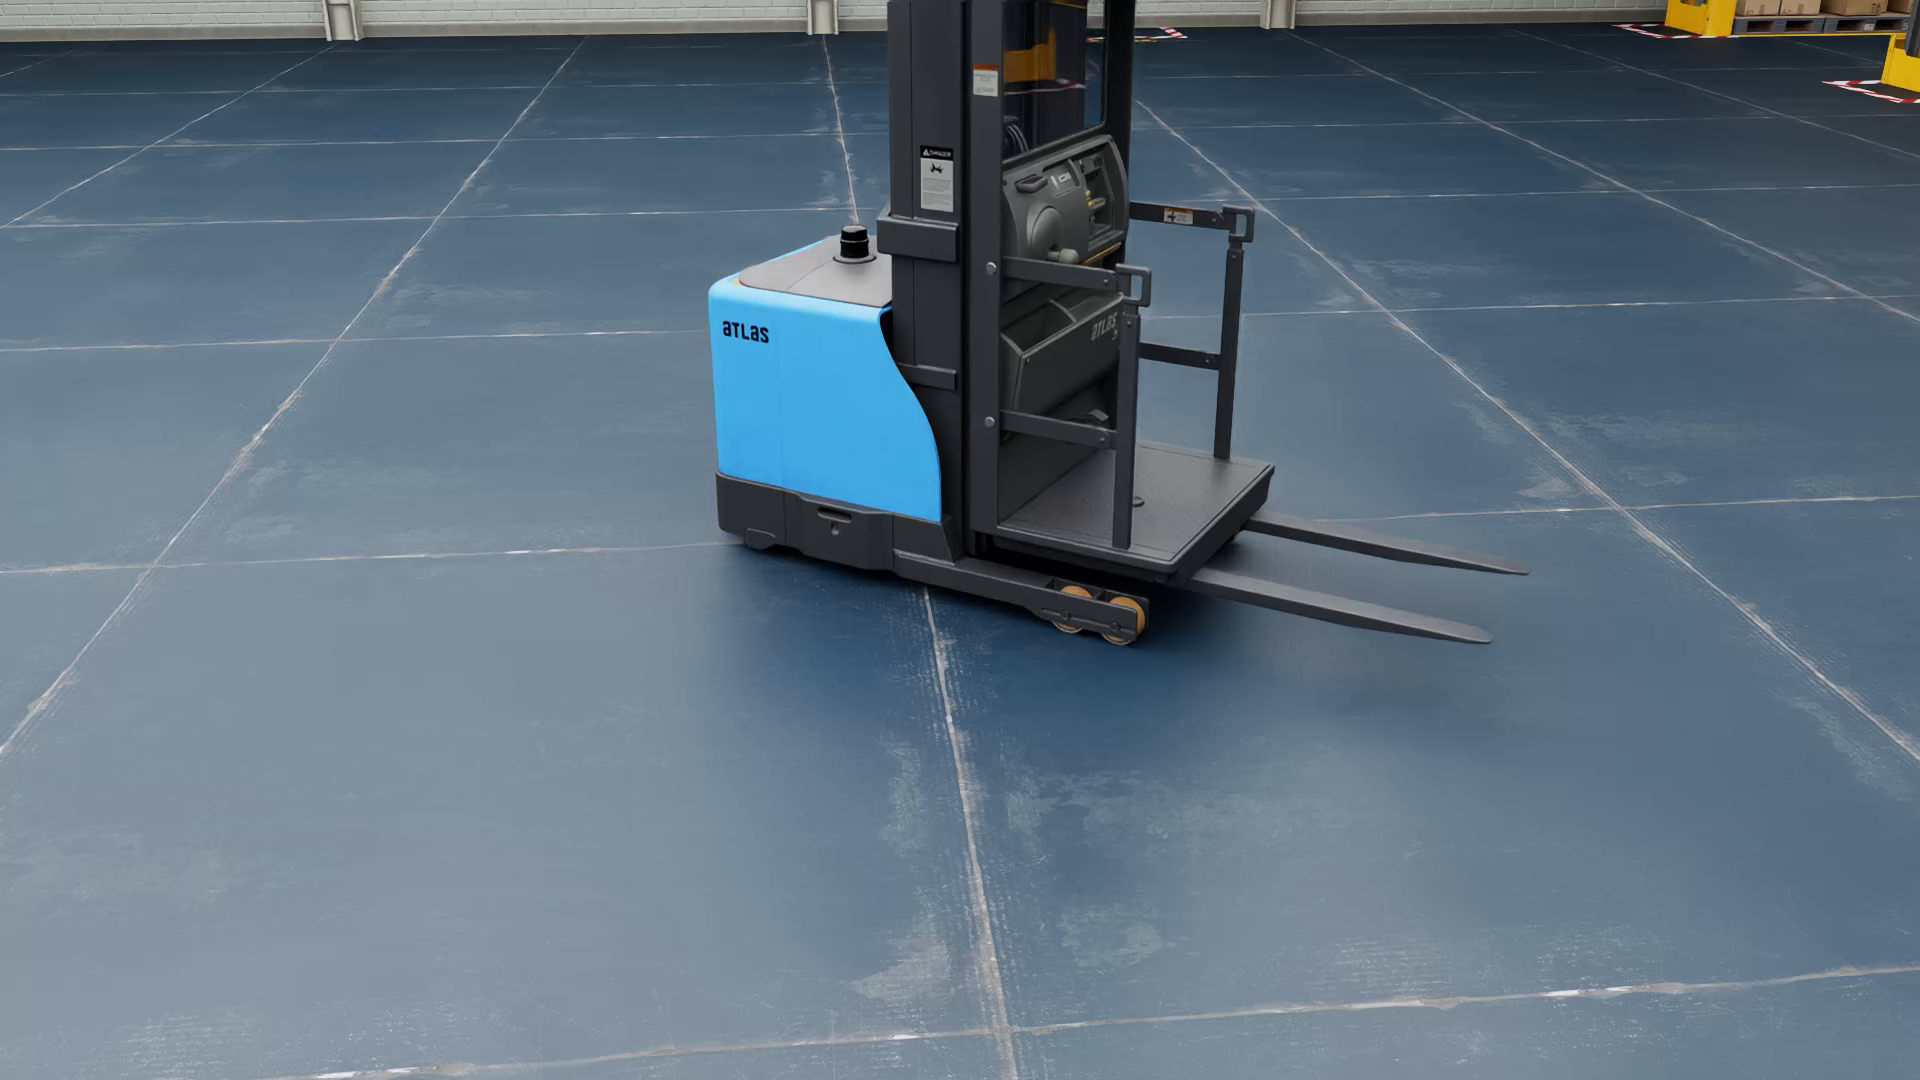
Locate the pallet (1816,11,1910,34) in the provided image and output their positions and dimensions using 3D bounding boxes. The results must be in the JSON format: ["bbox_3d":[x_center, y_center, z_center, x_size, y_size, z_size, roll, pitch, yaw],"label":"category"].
[{"bbox_3d":[11.657,-6.825,21.845,1.213,0.211,1.003,-2,24,-5],"label":"pallet"}]

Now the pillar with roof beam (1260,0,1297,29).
[{"bbox_3d":[4.622,-9.170,16.302,0.400,9.000,9.100,-2,24,-5],"label":"pillar with roof beam"}]

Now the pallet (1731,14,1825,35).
[{"bbox_3d":[10.446,-6.778,21.738,1.213,0.211,1.003,-2,24,-5],"label":"pallet"}]

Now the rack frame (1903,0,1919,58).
[{"bbox_3d":[10.049,-6.028,16.620,0.127,3.000,1.000,-2,24,-5],"label":"rack frame"}]

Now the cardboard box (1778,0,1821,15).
[{"bbox_3d":[10.823,-7.017,21.613,0.500,0.311,0.500,0,24,-1],"label":"cardboard box"}]

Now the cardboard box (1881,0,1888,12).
[{"bbox_3d":[11.946,-7.033,21.848,0.250,0.149,0.380,-4,24,-9],"label":"cardboard box"}]

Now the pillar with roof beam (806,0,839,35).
[{"bbox_3d":[-1.349,-8.930,15.763,0.400,9.000,9.100,-2,24,-5],"label":"pillar with roof beam"}]

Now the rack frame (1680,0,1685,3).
[{"bbox_3d":[9.559,-8.031,21.124,0.127,3.000,1.000,-2,24,-5],"label":"rack frame"}]

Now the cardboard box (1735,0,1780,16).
[{"bbox_3d":[10.256,-6.994,21.562,0.500,0.311,0.500,-5,24,-11],"label":"cardboard box"}]

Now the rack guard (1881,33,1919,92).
[{"bbox_3d":[10.025,-4.885,17.126,0.348,0.500,1.175,-2,24,-5],"label":"rack guard"}]

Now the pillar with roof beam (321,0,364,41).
[{"bbox_3d":[-7.320,-8.691,15.224,0.400,9.000,9.100,-2,24,-5],"label":"pillar with roof beam"}]

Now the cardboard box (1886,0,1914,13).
[{"bbox_3d":[12.510,-7.191,21.772,0.500,0.500,0.500,-4,24,-9],"label":"cardboard box"}]

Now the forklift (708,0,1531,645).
[{"bbox_3d":[0.567,-1.213,5.870,3.031,2.935,1.130,13,27,26],"label":"forklift"}]

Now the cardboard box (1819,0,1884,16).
[{"bbox_3d":[11.558,-7.112,21.595,0.500,0.500,0.700,-4,24,-8],"label":"cardboard box"}]

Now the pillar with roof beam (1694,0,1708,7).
[{"bbox_3d":[10.593,-9.410,16.841,0.400,9.000,9.100,-2,24,-5],"label":"pillar with roof beam"}]

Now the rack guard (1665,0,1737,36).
[{"bbox_3d":[9.634,-6.891,21.639,0.348,0.500,1.175,-2,24,-5],"label":"rack guard"}]

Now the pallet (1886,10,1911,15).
[{"bbox_3d":[12.874,-6.875,21.958,1.213,0.211,1.003,-2,24,-5],"label":"pallet"}]
